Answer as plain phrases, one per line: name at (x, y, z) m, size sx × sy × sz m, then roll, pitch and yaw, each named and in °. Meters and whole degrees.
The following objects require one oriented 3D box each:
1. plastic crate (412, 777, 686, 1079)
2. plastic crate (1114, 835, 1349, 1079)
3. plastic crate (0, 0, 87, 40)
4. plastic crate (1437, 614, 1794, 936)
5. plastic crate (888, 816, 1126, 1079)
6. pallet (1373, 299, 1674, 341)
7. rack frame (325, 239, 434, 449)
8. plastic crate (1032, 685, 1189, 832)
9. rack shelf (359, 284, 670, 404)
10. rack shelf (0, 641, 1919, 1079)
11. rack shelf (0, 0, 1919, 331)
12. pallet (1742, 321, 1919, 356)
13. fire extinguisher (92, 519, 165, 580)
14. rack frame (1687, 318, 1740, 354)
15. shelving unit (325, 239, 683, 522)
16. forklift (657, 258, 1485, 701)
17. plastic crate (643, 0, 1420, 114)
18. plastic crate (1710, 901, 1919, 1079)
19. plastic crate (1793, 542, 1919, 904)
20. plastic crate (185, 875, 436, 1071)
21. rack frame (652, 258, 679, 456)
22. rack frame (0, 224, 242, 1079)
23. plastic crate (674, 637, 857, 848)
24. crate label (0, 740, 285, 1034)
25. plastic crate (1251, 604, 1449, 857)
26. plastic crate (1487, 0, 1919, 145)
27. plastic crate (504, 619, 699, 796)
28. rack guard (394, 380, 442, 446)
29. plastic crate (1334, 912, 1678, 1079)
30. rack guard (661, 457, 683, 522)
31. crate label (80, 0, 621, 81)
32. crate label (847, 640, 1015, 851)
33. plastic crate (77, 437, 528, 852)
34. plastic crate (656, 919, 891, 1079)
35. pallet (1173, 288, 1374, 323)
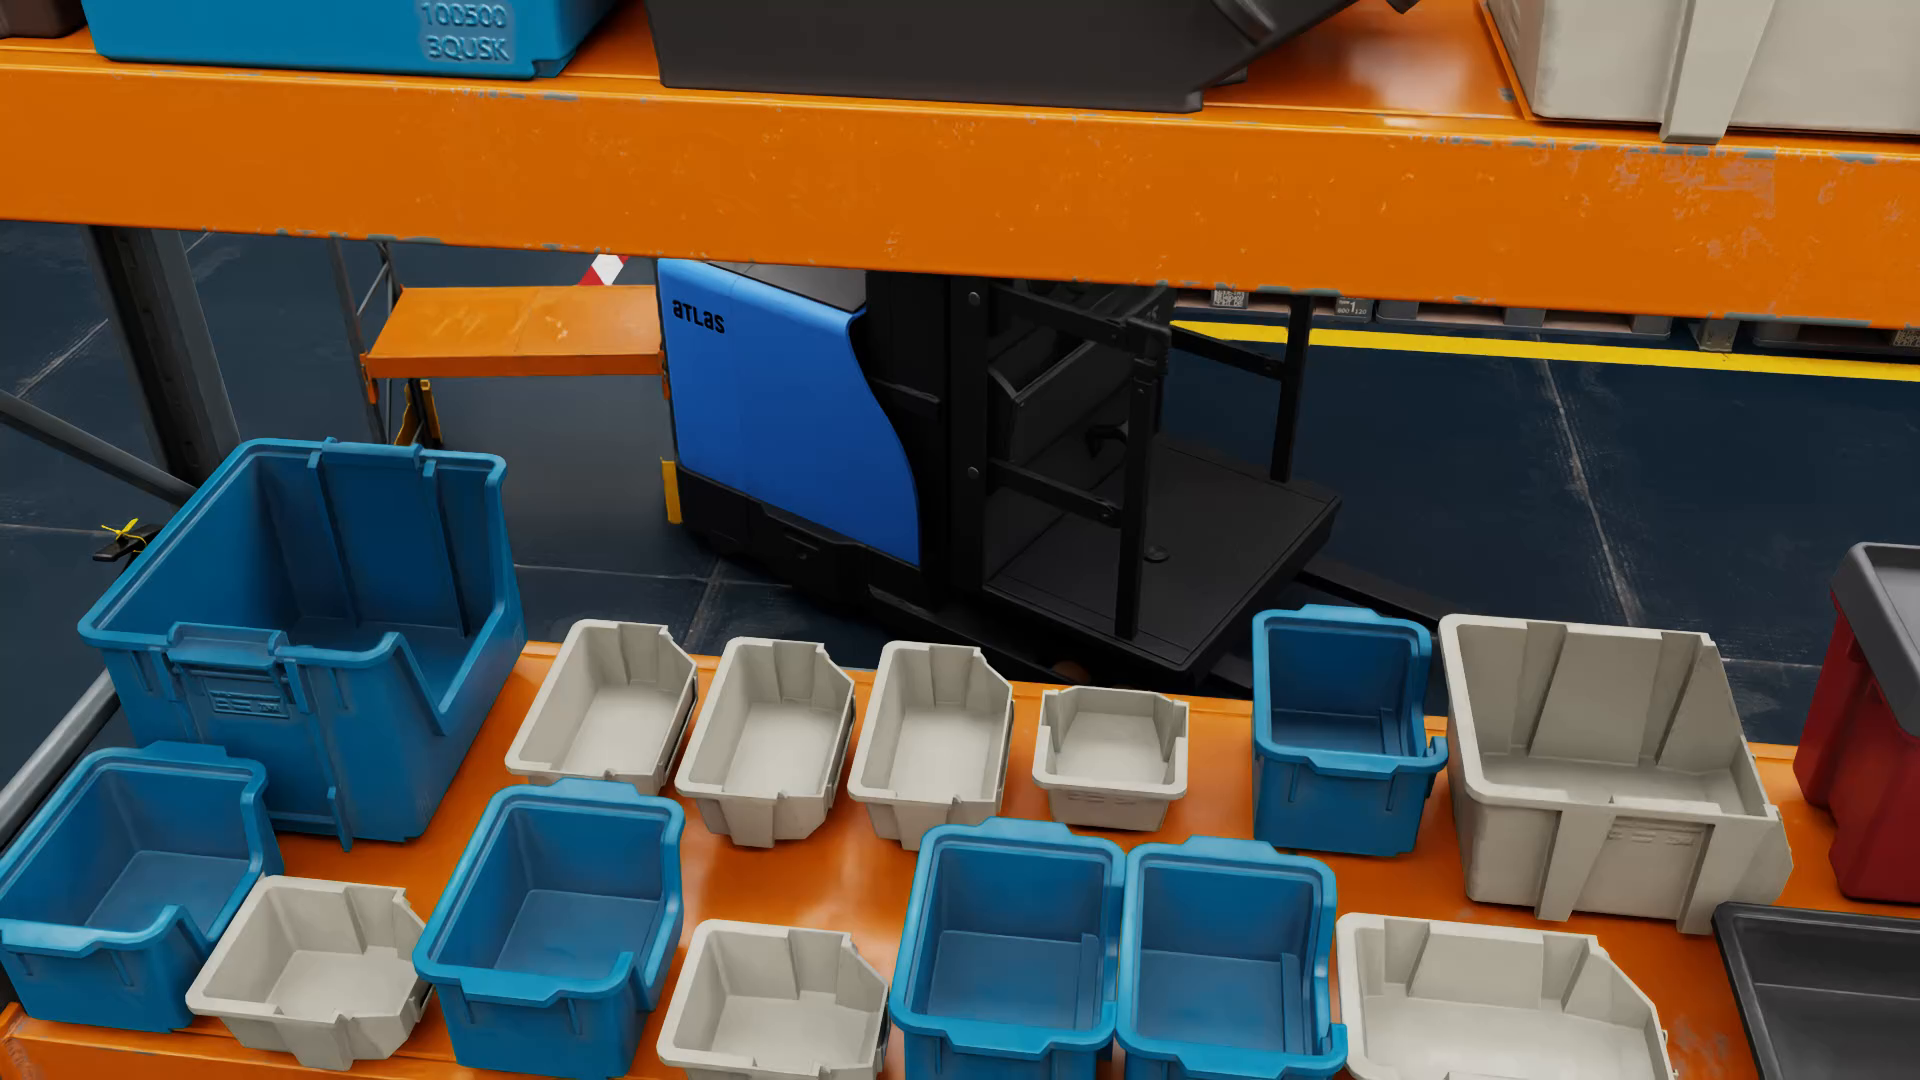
plastic crate at (-0.580, 0.582, 2.445) m, size 0.300 × 0.233 × 0.416 m, roll 4°, pitch 36°, yaw 6°
plastic crate at (0.371, 0.653, 2.346) m, size 0.300 × 0.233 × 0.416 m, roll 4°, pitch 36°, yaw 6°
plastic crate at (-1.089, -0.697, 1.675) m, size 0.590 × 0.269 × 0.497 m, roll 4°, pitch 36°, yaw 6°
plastic crate at (1.041, 0.382, 2.683) m, size 0.530 × 0.282 × 0.437 m, roll 4°, pitch 36°, yaw 6°
plastic crate at (0.073, 0.631, 2.377) m, size 0.300 × 0.233 × 0.416 m, roll 4°, pitch 36°, yaw 6°
pallet at (2.418, -1.243, 7.309) m, size 1.213 × 0.211 × 1.003 m, roll 4°, pitch 36°, yaw 6°
rack frame at (-1.990, -0.828, 5.619) m, size 0.032 × 1.500 × 0.500 m, roll -1°, pitch 36°, yaw -1°
plastic crate at (0.257, 0.368, 2.828) m, size 0.250 × 0.136 × 0.298 m, roll 4°, pitch 36°, yaw 6°
rack shelf at (-1.482, -0.689, 5.734) m, size 1.000 × 0.185 × 0.538 m, roll -1°, pitch 36°, yaw -1°
rack shelf at (0.548, 0.722, 2.775) m, size 4.000 × 0.370 × 1.077 m, roll 4°, pitch 36°, yaw 6°
rack shelf at (0.548, -0.499, 1.904) m, size 4.000 × 0.370 × 1.077 m, roll 4°, pitch 36°, yaw 6°
pallet at (3.938, -1.128, 7.148) m, size 1.213 × 0.211 × 1.003 m, roll 4°, pitch 36°, yaw 6°
fire extinguisher at (-1.527, 0.192, 3.287) m, size 0.183 × 0.674 × 0.296 m, roll 4°, pitch 36°, yaw 6°
rack frame at (3.163, -2.276, 6.357) m, size 0.127 × 3.000 × 1.000 m, roll 4°, pitch 36°, yaw 6°
shelving unit at (-1.491, -0.835, 5.629) m, size 1.083 × 1.500 × 0.587 m, roll -1°, pitch 36°, yaw -1°
forklift at (0.539, -0.951, 4.559) m, size 3.031 × 2.935 × 1.130 m, roll 22°, pitch 41°, yaw 28°
plastic crate at (0.045, -0.643, 1.540) m, size 0.767 × 0.338 × 0.504 m, roll 4°, pitch 36°, yaw 6°
plastic crate at (1.387, 0.737, 2.320) m, size 0.590 × 0.125 × 0.437 m, roll 4°, pitch 36°, yaw 6°
plastic crate at (1.678, 0.316, 2.618) m, size 0.583 × 0.464 × 0.402 m, roll 4°, pitch 36°, yaw 6°
plastic crate at (-0.925, 0.644, 2.441) m, size 0.298 × 0.136 × 0.250 m, roll 4°, pitch 36°, yaw 6°
rack frame at (-0.973, -0.843, 5.640) m, size 0.032 × 1.500 × 0.500 m, roll -1°, pitch 36°, yaw -1°
rack frame at (-1.436, 0.282, 2.773) m, size 0.127 × 3.000 × 1.000 m, roll 4°, pitch 36°, yaw 6°
plastic crate at (-0.318, 0.350, 2.852) m, size 0.243 × 0.136 × 0.396 m, roll 4°, pitch 36°, yaw 6°
crate label at (-1.233, 0.533, 2.513) m, size 0.303 × 0.233 × 0.416 m, roll 4°, pitch 36°, yaw 6°
plastic crate at (0.634, 0.329, 2.799) m, size 0.300 × 0.233 × 0.416 m, roll 4°, pitch 36°, yaw 6°
plastic crate at (0.723, -0.549, 1.457) m, size 0.530 × 0.282 × 0.437 m, roll 4°, pitch 36°, yaw 6°
plastic crate at (-0.604, 0.320, 2.894) m, size 0.243 × 0.136 × 0.396 m, roll 4°, pitch 36°, yaw 6°
rack guard at (-1.989, -0.319, 5.982) m, size 0.087 × 0.250 × 0.587 m, roll -1°, pitch 36°, yaw -1°
plastic crate at (0.766, 0.705, 2.356) m, size 0.466 × 0.136 × 0.293 m, roll 4°, pitch 36°, yaw 6°
rack guard at (-0.993, -0.334, 6.003) m, size 0.087 × 0.250 × 0.587 m, roll -1°, pitch 36°, yaw -1°
crate label at (-0.562, -0.624, 1.589) m, size 0.502 × 0.251 × 0.408 m, roll 4°, pitch 36°, yaw 6°
crate label at (-0.039, 0.357, 2.843) m, size 0.243 × 0.136 × 0.396 m, roll 4°, pitch 36°, yaw 6°
plastic crate at (-1.080, 0.160, 2.862) m, size 0.499 × 0.435 × 0.616 m, roll 4°, pitch 36°, yaw 6°
plastic crate at (-0.252, 0.694, 2.371) m, size 0.298 × 0.136 × 0.250 m, roll 4°, pitch 36°, yaw 6°
pallet at (1.205, -1.331, 7.434) m, size 1.213 × 0.211 × 1.003 m, roll 4°, pitch 36°, yaw 6°
